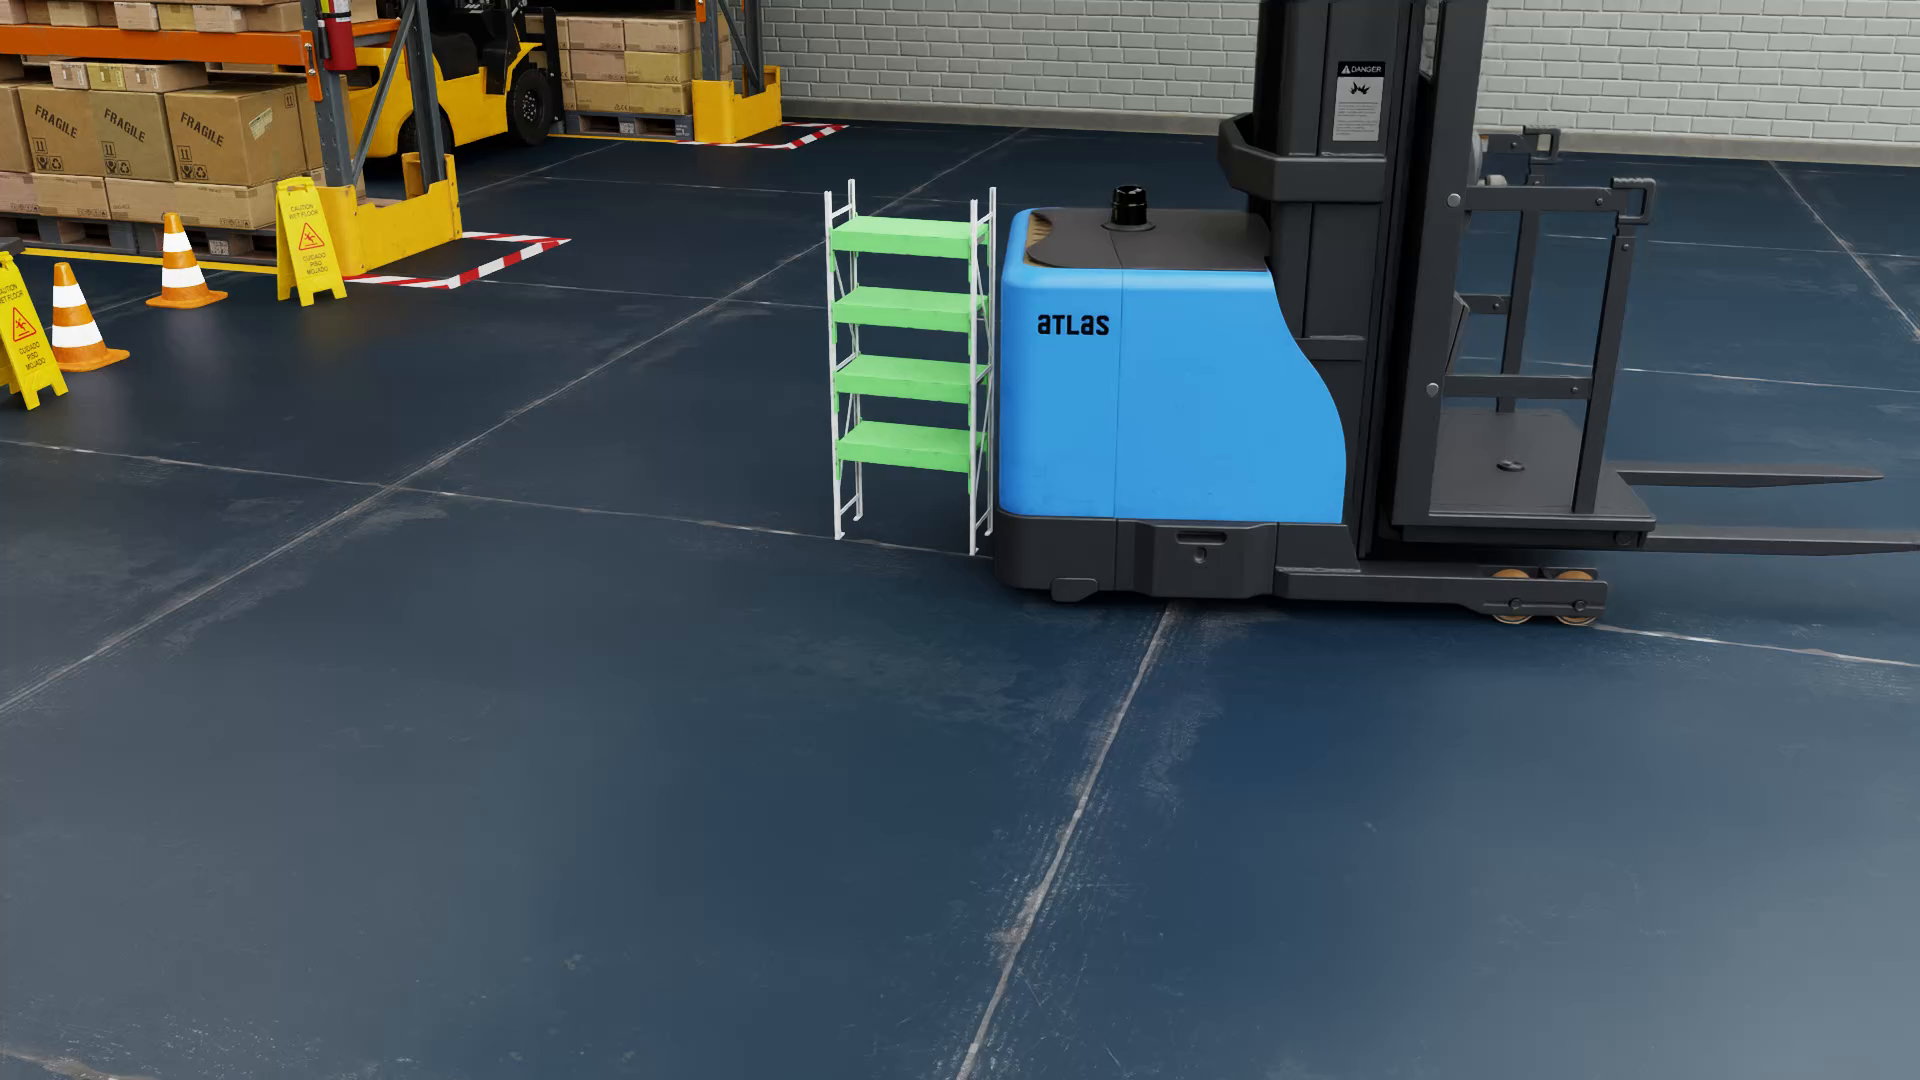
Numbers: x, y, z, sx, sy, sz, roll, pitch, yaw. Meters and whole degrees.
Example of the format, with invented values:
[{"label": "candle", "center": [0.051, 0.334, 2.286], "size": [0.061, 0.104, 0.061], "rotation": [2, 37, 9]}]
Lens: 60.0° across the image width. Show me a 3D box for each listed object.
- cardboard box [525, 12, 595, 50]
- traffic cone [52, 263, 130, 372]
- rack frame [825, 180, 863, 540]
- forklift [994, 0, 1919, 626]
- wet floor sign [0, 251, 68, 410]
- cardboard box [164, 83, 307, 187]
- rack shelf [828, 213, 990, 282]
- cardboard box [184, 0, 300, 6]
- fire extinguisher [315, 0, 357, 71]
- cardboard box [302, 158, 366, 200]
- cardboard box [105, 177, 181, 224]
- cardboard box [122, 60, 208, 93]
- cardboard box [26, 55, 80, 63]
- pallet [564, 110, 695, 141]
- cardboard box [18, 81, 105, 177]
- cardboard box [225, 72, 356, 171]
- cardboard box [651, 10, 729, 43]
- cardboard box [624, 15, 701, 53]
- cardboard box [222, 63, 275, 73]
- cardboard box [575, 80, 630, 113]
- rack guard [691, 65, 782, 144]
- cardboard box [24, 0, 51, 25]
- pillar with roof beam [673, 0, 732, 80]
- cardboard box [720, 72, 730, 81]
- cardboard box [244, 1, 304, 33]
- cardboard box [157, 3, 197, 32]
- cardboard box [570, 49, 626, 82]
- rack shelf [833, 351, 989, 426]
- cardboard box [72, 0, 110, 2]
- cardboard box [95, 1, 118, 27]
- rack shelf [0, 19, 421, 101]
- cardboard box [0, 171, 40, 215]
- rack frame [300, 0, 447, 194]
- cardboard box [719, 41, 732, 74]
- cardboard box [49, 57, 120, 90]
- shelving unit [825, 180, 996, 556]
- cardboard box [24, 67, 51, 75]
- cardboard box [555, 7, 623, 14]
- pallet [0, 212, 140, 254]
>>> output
[{"label": "cardboard box", "center": [-3.427, -4.324, 14.112], "size": [0.500, 0.250, 0.500], "rotation": [7, 23, 16]}, {"label": "traffic cone", "center": [-4.129, -1.057, 7.738], "size": [0.334, 0.463, 0.336], "rotation": [7, 23, 16]}, {"label": "rack frame", "center": [-0.392, -0.600, 5.652], "size": [0.015, 1.200, 0.240], "rotation": [7, 23, 16]}, {"label": "forklift", "center": [1.649, -1.300, 5.078], "size": [3.031, 2.935, 1.130], "rotation": [1, 22, 3]}, {"label": "wet floor sign", "center": [-4.083, -0.911, 7.140], "size": [0.232, 0.644, 0.267], "rotation": [3, 22, 6]}, {"label": "cardboard box", "center": [-4.192, -2.355, 9.641], "size": [0.500, 0.500, 0.500], "rotation": [7, 23, 16]}, {"label": "rack shelf", "center": [-0.158, -0.958, 5.429], "size": [0.480, 0.148, 0.258], "rotation": [7, 23, 16]}, {"label": "cardboard box", "center": [-3.949, -3.236, 9.184], "size": [0.500, 0.500, 0.500], "rotation": [6, 23, 15]}, {"label": "fire extinguisher", "center": [-3.374, -2.877, 8.934], "size": [0.183, 0.674, 0.296], "rotation": [7, 23, 16]}, {"label": "cardboard box", "center": [-4.042, -2.204, 10.261], "size": [0.500, 0.250, 0.500], "rotation": [6, 23, 15]}, {"label": "cardboard box", "center": [-4.695, -2.066, 9.923], "size": [0.500, 0.250, 0.500], "rotation": [7, 23, 16]}, {"label": "cardboard box", "center": [-4.563, -2.671, 9.557], "size": [0.250, 0.149, 0.380], "rotation": [7, 23, 17]}, {"label": "cardboard box", "center": [-8.358, -4.727, 15.918], "size": [0.625, 0.625, 0.875], "rotation": [7, 23, 17]}, {"label": "pallet", "center": [-2.664, -3.676, 14.452], "size": [1.213, 0.211, 1.003], "rotation": [7, 23, 16]}, {"label": "cardboard box", "center": [-5.174, -2.469, 9.919], "size": [0.500, 0.500, 0.500], "rotation": [6, 23, 14]}, {"label": "cardboard box", "center": [-4.065, -2.554, 10.124], "size": [0.500, 0.500, 0.500], "rotation": [6, 23, 14]}, {"label": "cardboard box", "center": [-2.325, -4.403, 14.304], "size": [0.500, 0.250, 0.500], "rotation": [6, 23, 15]}, {"label": "cardboard box", "center": [-2.451, -4.219, 13.855], "size": [0.500, 0.250, 0.500], "rotation": [7, 23, 17]}, {"label": "cardboard box", "center": [-6.252, -4.484, 15.325], "size": [0.625, 0.625, 0.875], "rotation": [8, 24, 18]}, {"label": "cardboard box", "center": [-2.934, -3.814, 14.185], "size": [0.500, 0.250, 0.500], "rotation": [7, 23, 15]}, {"label": "rack guard", "center": [-1.897, -3.738, 14.224], "size": [0.348, 0.500, 1.175], "rotation": [7, 23, 16]}, {"label": "cardboard box", "center": [-5.228, -3.115, 9.742], "size": [0.250, 0.149, 0.380], "rotation": [7, 23, 16]}, {"label": "pillar with roof beam", "center": [-3.570, -6.512, 9.788], "size": [0.400, 9.000, 9.100], "rotation": [7, 23, 16]}, {"label": "cardboard box", "center": [-2.334, -3.944, 14.502], "size": [0.500, 0.250, 0.500], "rotation": [7, 23, 16]}, {"label": "cardboard box", "center": [-3.770, -2.940, 9.316], "size": [0.250, 0.149, 0.380], "rotation": [7, 23, 17]}, {"label": "cardboard box", "center": [-4.284, -2.964, 9.373], "size": [0.250, 0.149, 0.380], "rotation": [6, 23, 15]}, {"label": "cardboard box", "center": [-2.953, -4.049, 14.100], "size": [0.500, 0.250, 0.500], "rotation": [6, 23, 15]}, {"label": "rack shelf", "center": [-0.158, -0.514, 5.611], "size": [0.480, 0.148, 0.258], "rotation": [7, 23, 16]}, {"label": "cardboard box", "center": [-4.905, -3.349, 9.458], "size": [0.500, 0.500, 0.500], "rotation": [6, 23, 15]}, {"label": "cardboard box", "center": [-4.744, -3.060, 9.608], "size": [0.250, 0.149, 0.380], "rotation": [7, 23, 16]}, {"label": "rack shelf", "center": [-5.265, -2.980, 10.029], "size": [4.000, 0.370, 1.077], "rotation": [7, 23, 16]}, {"label": "cardboard box", "center": [-5.670, -2.179, 10.200], "size": [0.500, 0.250, 0.500], "rotation": [6, 23, 15]}, {"label": "rack frame", "center": [-3.350, -3.093, 9.358], "size": [0.127, 3.000, 1.000], "rotation": [7, 23, 16]}, {"label": "cardboard box", "center": [-2.310, -4.177, 14.413], "size": [0.500, 0.250, 0.500], "rotation": [7, 23, 16]}, {"label": "cardboard box", "center": [-5.055, -2.729, 9.699], "size": [0.250, 0.149, 0.380], "rotation": [8, 23, 18]}, {"label": "shelving unit", "center": [-0.158, -0.573, 5.587], "size": [0.503, 1.200, 0.258], "rotation": [7, 23, 16]}, {"label": "cardboard box", "center": [-5.559, -2.723, 10.537], "size": [0.500, 0.500, 0.500], "rotation": [8, 24, 18]}, {"label": "cardboard box", "center": [-3.280, -4.515, 14.578], "size": [0.500, 0.250, 0.500], "rotation": [6, 23, 15]}, {"label": "pallet", "center": [-5.355, -2.048, 10.484], "size": [1.213, 0.211, 1.003], "rotation": [7, 23, 16]}]
